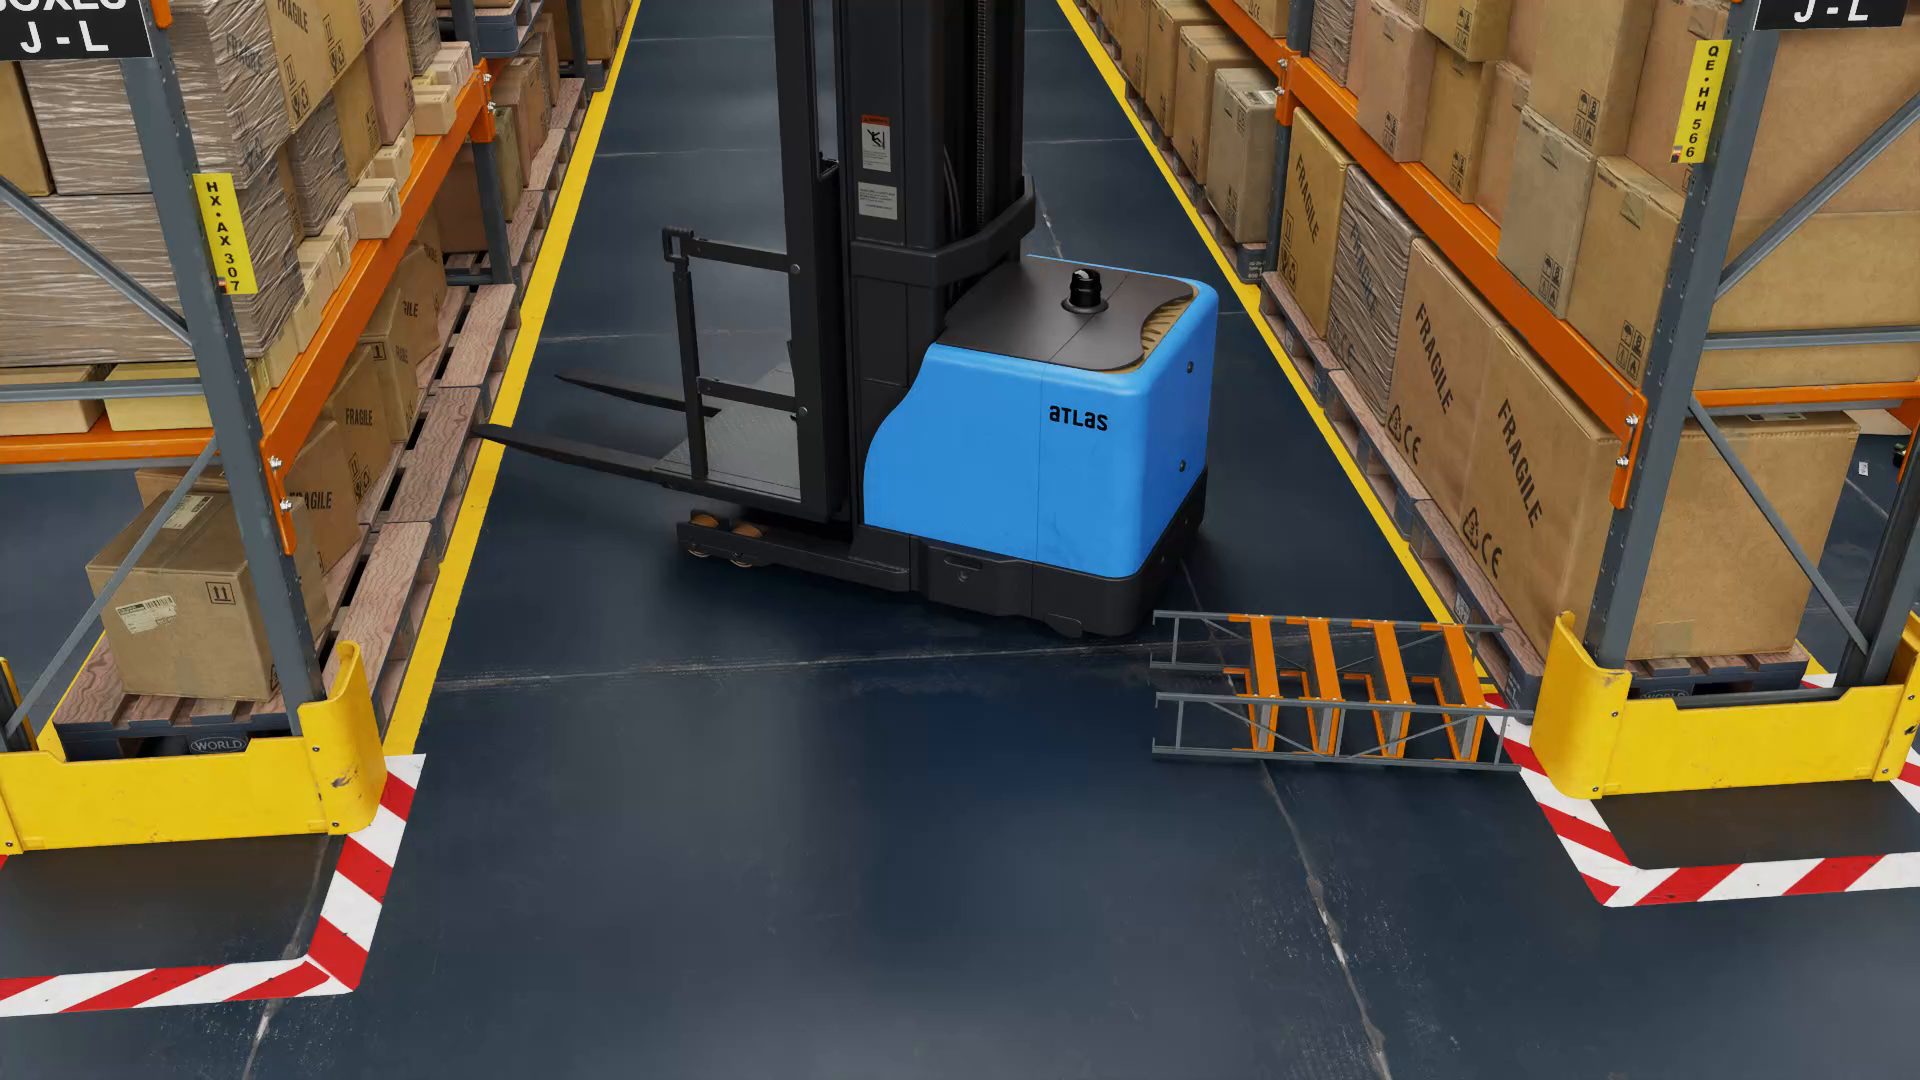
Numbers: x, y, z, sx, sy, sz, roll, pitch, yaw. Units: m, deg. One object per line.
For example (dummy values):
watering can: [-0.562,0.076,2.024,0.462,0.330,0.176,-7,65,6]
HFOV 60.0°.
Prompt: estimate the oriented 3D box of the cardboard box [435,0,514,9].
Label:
cardboard box: [-2.751,-3.284,8.329,1.000,1.000,1.000,-3,31,-4]

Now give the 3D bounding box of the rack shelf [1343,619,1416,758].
rack shelf: [1.411,0.507,5.614,0.148,0.258,0.480,2,31,4]

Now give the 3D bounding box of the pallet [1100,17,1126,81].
pallet: [1.686,-3.864,13.014,1.003,0.211,1.213,-3,31,-5]

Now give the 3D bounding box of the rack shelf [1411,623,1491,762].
rack shelf: [1.646,0.517,5.597,0.148,0.258,0.480,2,31,4]

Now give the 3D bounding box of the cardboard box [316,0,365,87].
cardboard box: [-2.311,-1.797,5.470,0.500,0.500,0.500,-3,31,-5]

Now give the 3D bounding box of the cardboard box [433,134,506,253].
cardboard box: [-2.853,-1.864,8.955,0.700,0.500,0.500,-5,31,-8]

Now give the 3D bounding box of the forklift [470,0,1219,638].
forklift: [-0.573,-1.385,6.210,3.031,2.935,1.130,12,33,20]

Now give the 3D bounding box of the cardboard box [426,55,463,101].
cardboard box: [-2.490,-2.103,7.590,0.380,0.149,0.250,-3,31,-5]

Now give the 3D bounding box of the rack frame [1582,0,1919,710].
rack frame: [2.505,-0.578,4.793,1.000,3.000,0.127,-3,31,-5]

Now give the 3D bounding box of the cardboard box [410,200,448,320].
cardboard box: [-2.819,-1.335,8.088,0.500,0.500,0.500,-4,31,-6]

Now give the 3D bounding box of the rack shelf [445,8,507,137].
rack shelf: [-3.003,-3.146,9.794,1.077,0.370,4.000,-3,31,-5]

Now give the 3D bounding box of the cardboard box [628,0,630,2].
cardboard box: [-3.400,-5.005,13.866,1.225,0.875,0.875,-4,31,-6]

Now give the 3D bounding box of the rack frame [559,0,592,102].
rack frame: [-3.190,-4.476,11.319,1.000,3.000,0.127,-3,31,-5]

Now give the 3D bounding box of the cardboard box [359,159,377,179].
cardboard box: [-2.431,-1.333,6.301,0.380,0.149,0.250,-3,31,-5]

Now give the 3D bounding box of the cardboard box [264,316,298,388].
cardboard box: [-2.236,-0.570,5.024,0.380,0.149,0.250,-3,31,-5]

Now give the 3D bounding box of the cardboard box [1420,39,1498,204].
cardboard box: [2.334,-1.670,6.474,0.875,0.550,0.500,-3,31,-5]

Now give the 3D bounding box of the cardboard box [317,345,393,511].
cardboard box: [-2.614,-0.443,6.594,0.500,0.500,0.500,0,31,0]

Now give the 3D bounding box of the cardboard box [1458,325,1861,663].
cardboard box: [2.376,-0.189,5.804,0.875,0.875,0.875,-3,31,-4]

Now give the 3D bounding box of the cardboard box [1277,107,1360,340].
cardboard box: [2.120,-1.564,8.106,0.875,0.875,0.875,-2,31,-4]

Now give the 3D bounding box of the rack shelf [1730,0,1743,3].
rack shelf: [2.318,-2.578,5.917,1.077,0.370,4.000,-3,31,-5]

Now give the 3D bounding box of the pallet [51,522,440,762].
pallet: [-2.491,0.350,5.958,1.003,0.211,1.213,-3,31,-5]

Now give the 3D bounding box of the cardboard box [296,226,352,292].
cardboard box: [-2.305,-0.953,5.665,0.380,0.149,0.250,-3,31,-5]

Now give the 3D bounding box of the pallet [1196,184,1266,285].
pallet: [1.984,-1.813,9.580,1.003,0.211,1.213,-3,31,-5]

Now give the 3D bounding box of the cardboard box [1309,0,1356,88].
cardboard box: [2.177,-2.497,7.859,0.875,0.550,0.550,-3,31,-5]

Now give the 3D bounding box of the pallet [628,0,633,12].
pallet: [-3.417,-4.931,14.800,1.003,0.211,1.213,-3,31,-5]

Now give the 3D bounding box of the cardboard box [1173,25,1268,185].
cardboard box: [1.897,-2.640,10.029,1.050,0.750,0.750,-3,31,-5]

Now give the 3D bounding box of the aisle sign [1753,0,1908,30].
aisle sign: [2.213,-1.644,4.041,0.394,0.787,0.004,-3,31,-5]

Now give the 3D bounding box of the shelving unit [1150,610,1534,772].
shelving unit: [1.255,0.501,5.625,1.200,0.258,0.503,2,31,4]

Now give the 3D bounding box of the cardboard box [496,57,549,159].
cardboard box: [-2.983,-2.679,10.319,0.700,0.500,0.500,0,31,0]

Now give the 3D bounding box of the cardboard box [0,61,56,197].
cardboard box: [-2.740,-1.261,4.573,0.500,0.500,0.500,-3,31,-5]

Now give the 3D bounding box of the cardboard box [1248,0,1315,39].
cardboard box: [1.816,-2.917,8.611,0.500,0.500,0.500,-3,31,-5]

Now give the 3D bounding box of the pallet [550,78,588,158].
pallet: [-3.119,-2.880,11.366,1.003,0.211,1.213,-3,31,-5]

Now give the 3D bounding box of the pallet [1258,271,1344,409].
pallet: [2.124,-1.031,8.270,1.003,0.211,1.213,-3,31,-5]

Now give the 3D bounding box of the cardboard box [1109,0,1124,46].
cardboard box: [1.436,-4.093,12.705,0.500,0.500,0.500,-3,31,-5]

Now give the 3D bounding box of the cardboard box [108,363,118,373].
cardboard box: [-2.698,-0.547,4.986,0.380,0.149,0.250,-3,31,-5]

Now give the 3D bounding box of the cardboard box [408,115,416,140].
cardboard box: [-2.500,-1.716,6.942,0.380,0.149,0.250,-3,31,-5]

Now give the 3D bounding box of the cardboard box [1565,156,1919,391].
cardboard box: [2.425,-0.830,5.068,0.875,0.550,0.550,-3,31,-5]

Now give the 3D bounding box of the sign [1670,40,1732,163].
sign: [1.963,-1.158,4.403,0.100,0.325,0.005,-3,31,-5]

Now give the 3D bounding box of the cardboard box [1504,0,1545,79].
cardboard box: [2.448,-1.866,5.750,0.875,0.550,0.550,-3,31,-5]

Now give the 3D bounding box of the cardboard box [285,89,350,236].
cardboard box: [-2.637,-1.352,5.700,0.875,0.500,0.500,-3,31,-5]

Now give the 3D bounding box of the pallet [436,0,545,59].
pallet: [-2.743,-2.749,8.614,1.003,0.211,1.213,-3,31,-5]

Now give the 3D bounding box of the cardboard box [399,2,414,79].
cardboard box: [-2.824,-2.115,6.978,0.875,0.500,0.500,-3,31,-5]
